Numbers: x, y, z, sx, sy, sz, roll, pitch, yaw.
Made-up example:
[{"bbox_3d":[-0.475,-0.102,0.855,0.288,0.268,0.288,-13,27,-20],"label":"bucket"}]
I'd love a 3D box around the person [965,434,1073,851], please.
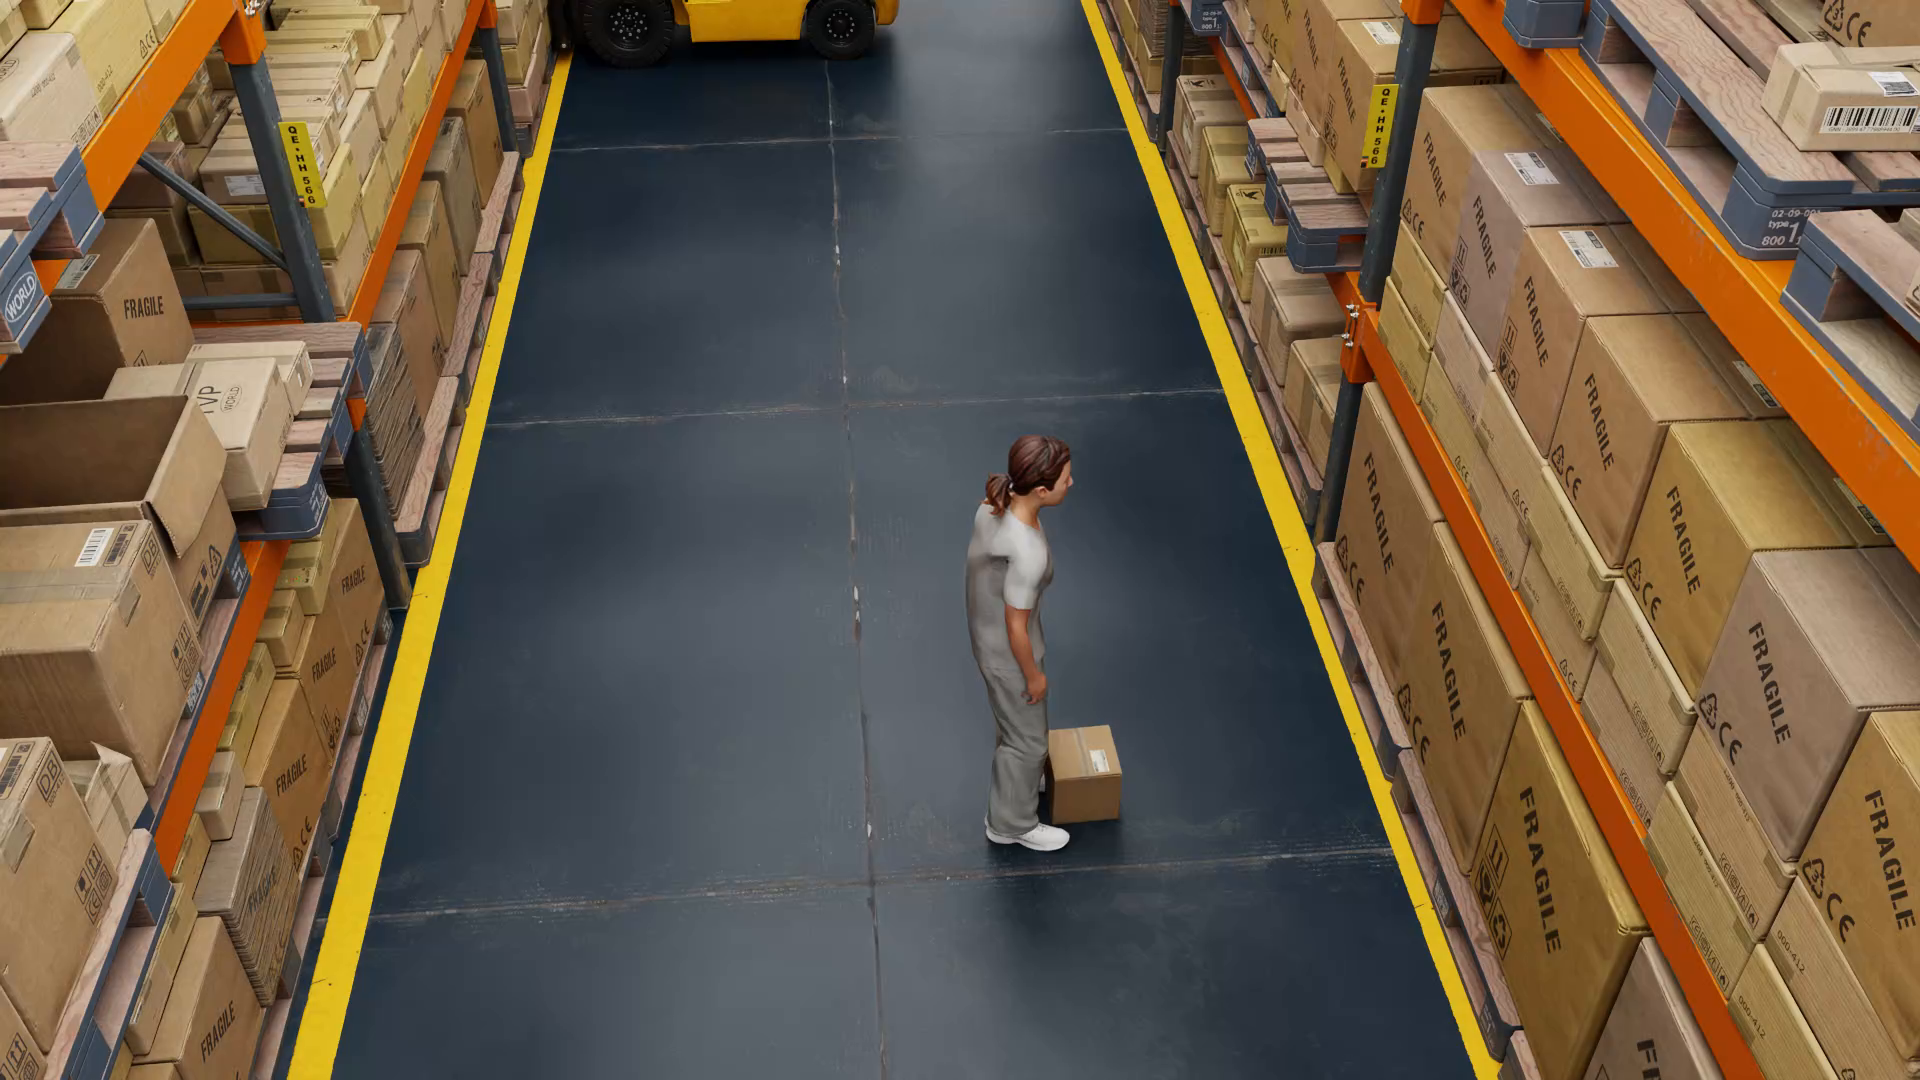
[{"bbox_3d":[0.230,0.347,5.732,0.416,1.671,0.496,-5,39,-6],"label":"person"}]
